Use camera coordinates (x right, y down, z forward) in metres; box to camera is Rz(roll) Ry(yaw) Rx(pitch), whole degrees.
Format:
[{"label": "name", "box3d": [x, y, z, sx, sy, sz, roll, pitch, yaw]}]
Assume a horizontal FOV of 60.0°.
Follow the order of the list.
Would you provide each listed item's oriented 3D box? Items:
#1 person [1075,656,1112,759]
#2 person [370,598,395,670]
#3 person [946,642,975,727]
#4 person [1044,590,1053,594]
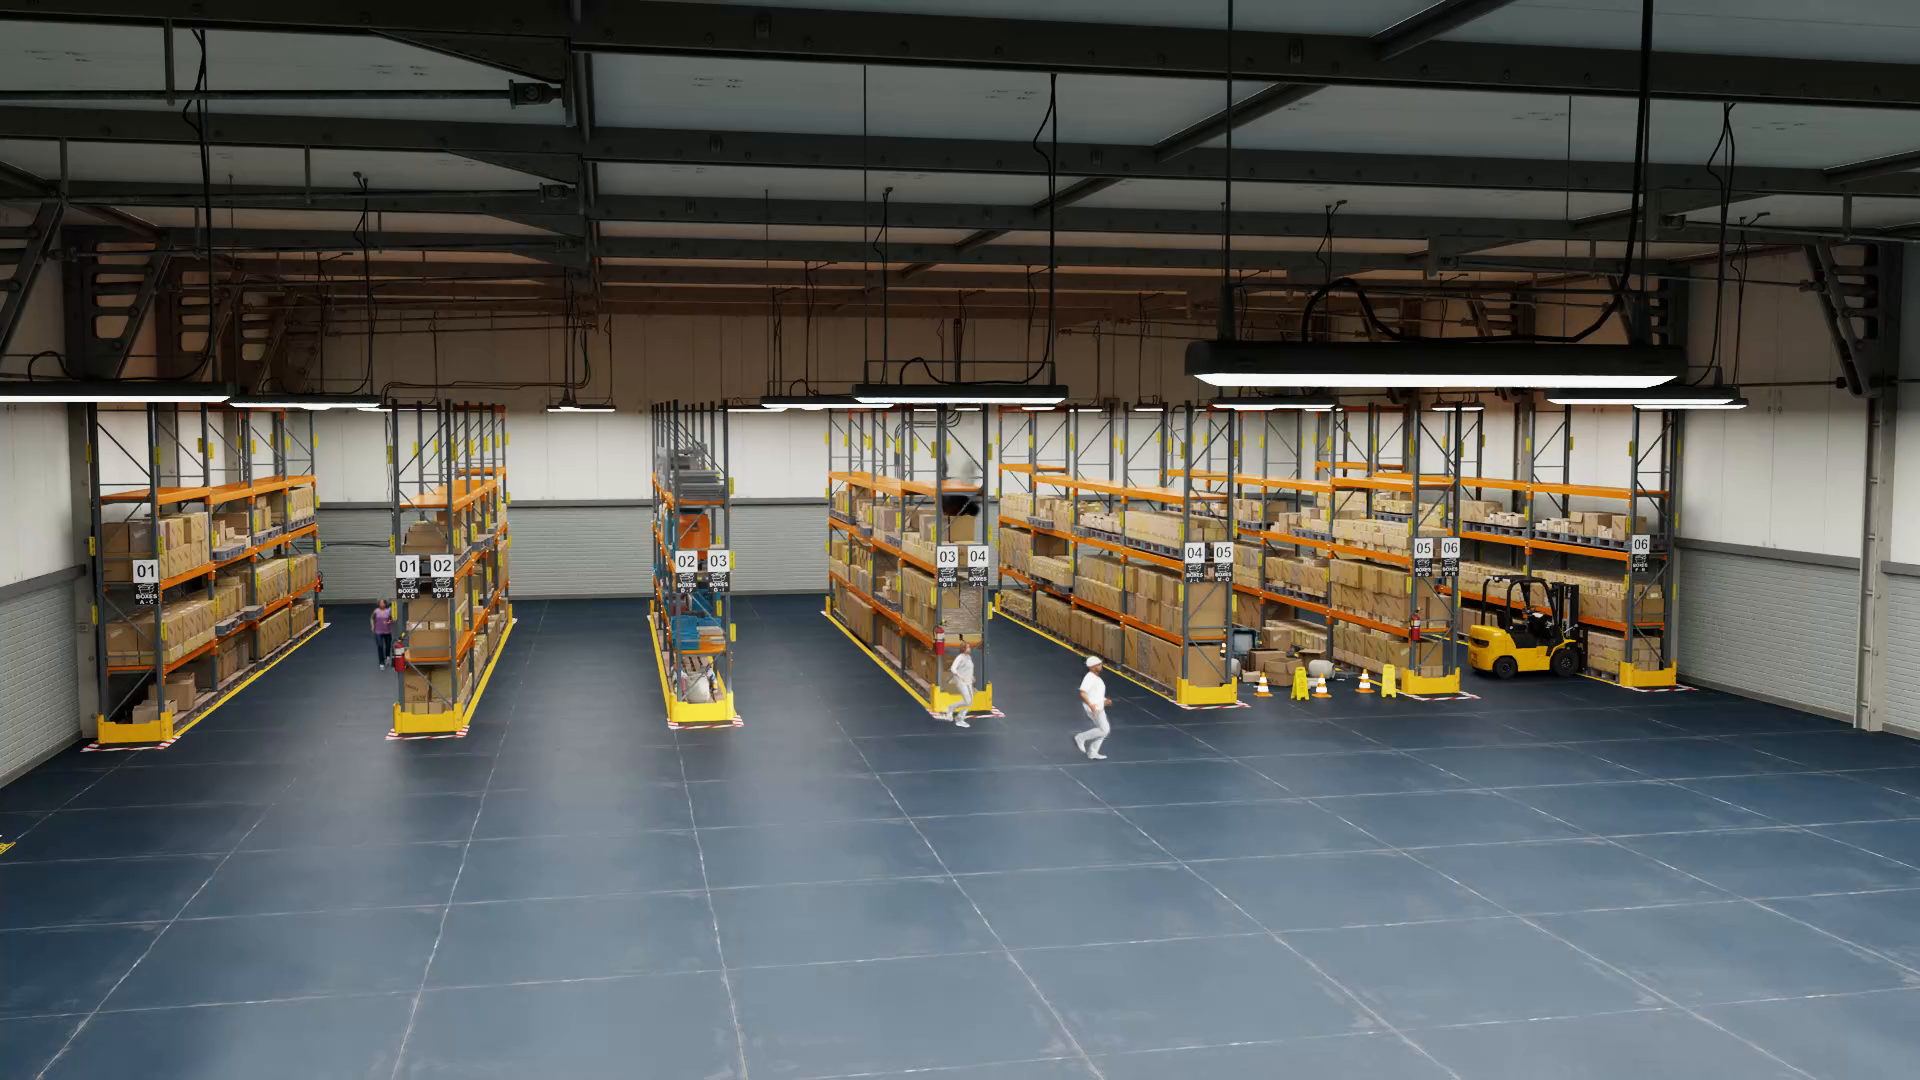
[{"label": "person", "box3d": [2.215, 2.790, 27.622, 0.586, 1.717, 0.705, 1, 4, 14]}, {"label": "person", "box3d": [-12.986, 2.097, 37.425, 0.543, 1.576, 0.877, -1, 5, -18]}, {"label": "person", "box3d": [0.037, 2.647, 30.615, 0.505, 1.552, 0.563, 2, 5, 29]}, {"label": "person", "box3d": [2.591, 1.166, 49.497, 0.757, 1.719, 0.593, 4, 6, 45]}]
